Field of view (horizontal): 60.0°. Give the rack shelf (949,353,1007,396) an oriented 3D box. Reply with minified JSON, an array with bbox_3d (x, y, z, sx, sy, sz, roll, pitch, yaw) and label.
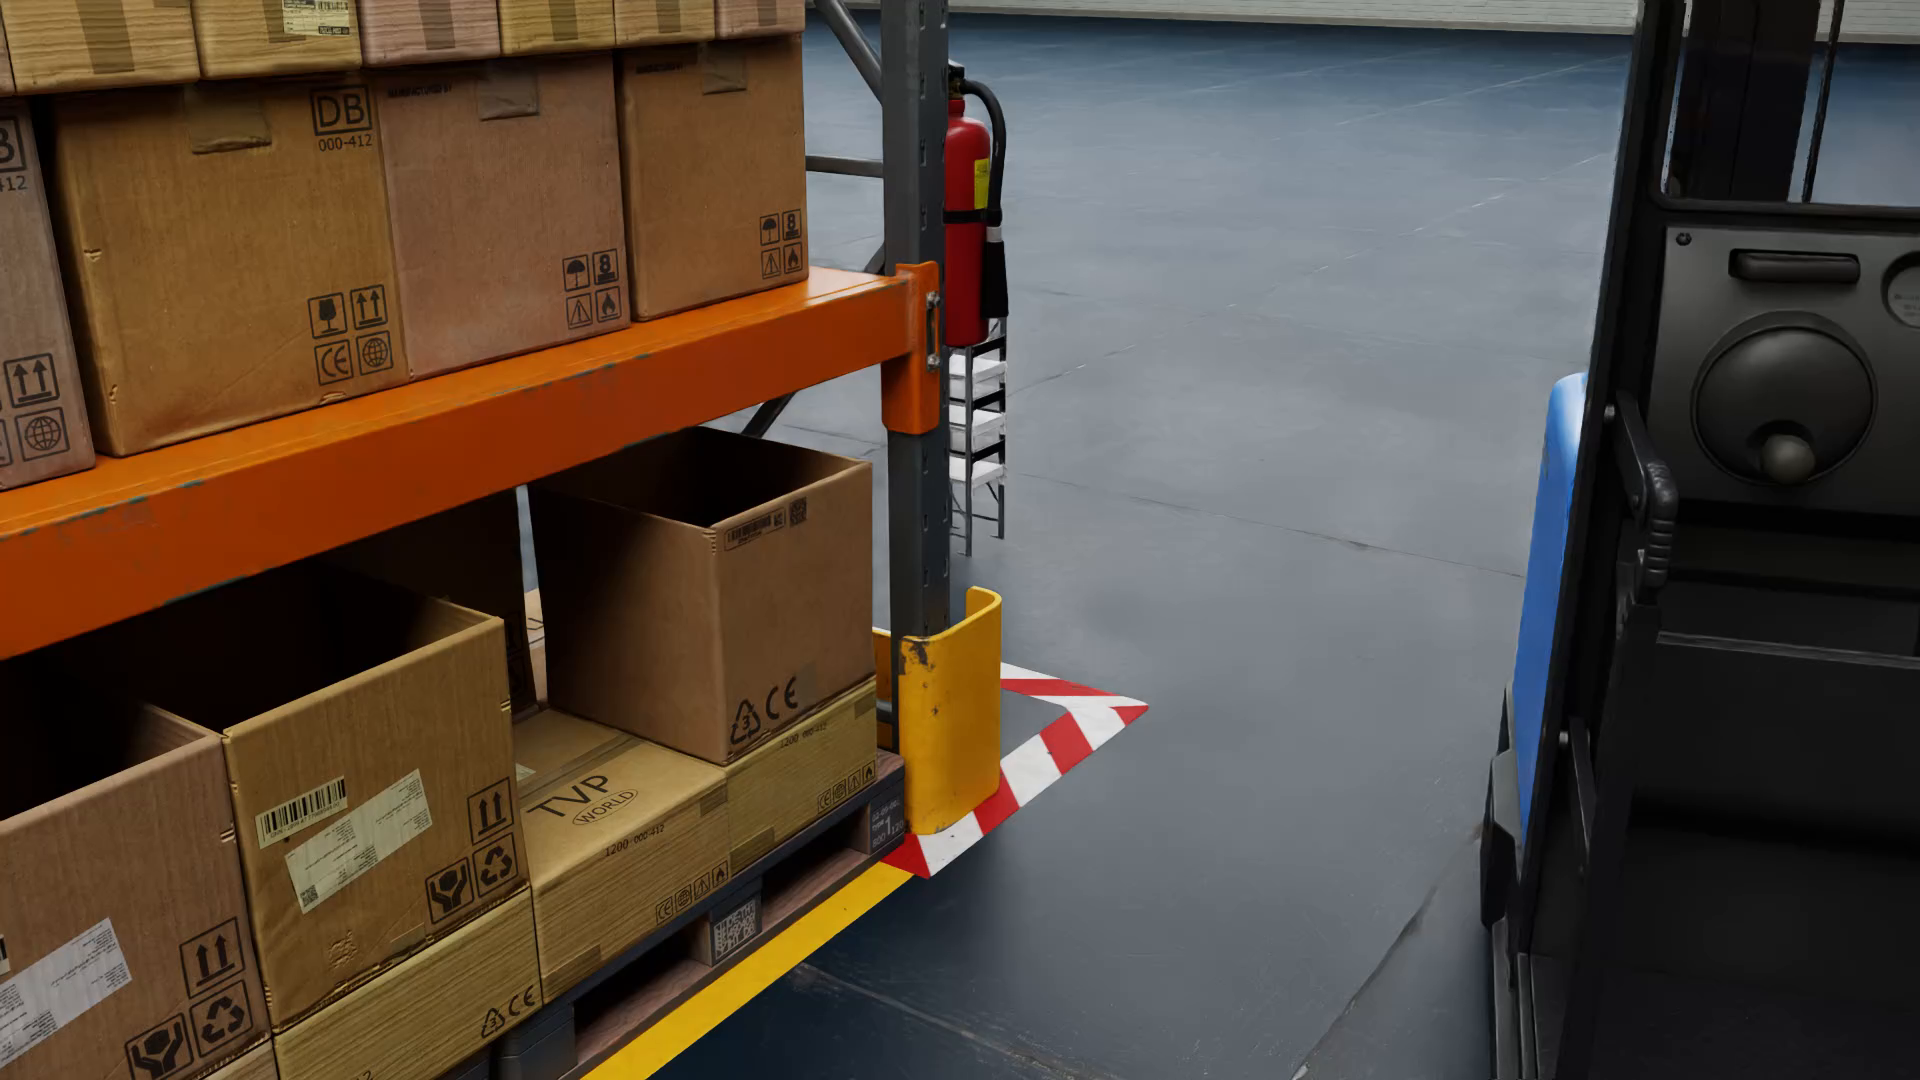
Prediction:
[{"bbox_3d":[-0.005,-0.557,5.552,0.258,0.077,0.200,13,24,32],"label":"rack shelf"}]

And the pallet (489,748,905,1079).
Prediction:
[{"bbox_3d":[-0.865,0.673,3.642,1.003,0.211,1.213,13,24,32],"label":"pallet"}]

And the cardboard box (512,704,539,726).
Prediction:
[{"bbox_3d":[-1.233,0.485,3.489,0.500,0.250,0.500,13,24,32],"label":"cardboard box"}]

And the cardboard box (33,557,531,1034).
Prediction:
[{"bbox_3d":[-1.075,0.380,2.691,0.500,0.500,0.500,13,24,32],"label":"cardboard box"}]

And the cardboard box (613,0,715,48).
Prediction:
[{"bbox_3d":[-0.673,-0.992,3.043,0.380,0.149,0.250,14,24,33],"label":"cardboard box"}]

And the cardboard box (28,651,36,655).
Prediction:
[{"bbox_3d":[-1.505,0.279,2.965,0.500,0.500,0.500,13,24,32],"label":"cardboard box"}]

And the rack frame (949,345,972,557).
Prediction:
[{"bbox_3d":[-0.062,-0.391,5.524,0.240,0.900,0.006,13,24,32],"label":"rack frame"}]

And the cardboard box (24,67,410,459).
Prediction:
[{"bbox_3d":[-1.318,-0.485,2.608,0.700,0.500,0.500,13,24,32],"label":"cardboard box"}]

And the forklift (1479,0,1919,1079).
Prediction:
[{"bbox_3d":[1.414,-0.217,2.128,1.130,2.935,3.031,6,21,15],"label":"forklift"}]

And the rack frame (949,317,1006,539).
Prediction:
[{"bbox_3d":[0.053,-0.449,5.681,0.240,0.900,0.006,13,24,32],"label":"rack frame"}]

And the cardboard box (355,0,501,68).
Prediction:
[{"bbox_3d":[-0.959,-0.846,2.650,0.380,0.149,0.250,14,24,33],"label":"cardboard box"}]

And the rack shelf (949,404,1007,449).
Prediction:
[{"bbox_3d":[-0.005,-0.388,5.614,0.258,0.077,0.200,13,24,32],"label":"rack shelf"}]

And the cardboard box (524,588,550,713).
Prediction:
[{"bbox_3d":[-0.955,0.341,3.879,0.500,0.250,0.500,13,24,32],"label":"cardboard box"}]

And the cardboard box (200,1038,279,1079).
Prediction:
[{"bbox_3d":[-1.360,0.874,2.436,0.500,0.250,0.500,13,24,32],"label":"cardboard box"}]

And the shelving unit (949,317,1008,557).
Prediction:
[{"bbox_3d":[-0.005,-0.420,5.603,0.258,0.900,0.210,13,24,32],"label":"shelving unit"}]

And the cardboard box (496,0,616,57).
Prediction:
[{"bbox_3d":[-0.816,-0.918,2.844,0.380,0.149,0.250,13,24,31],"label":"cardboard box"}]

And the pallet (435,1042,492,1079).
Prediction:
[{"bbox_3d":[-1.551,1.021,2.699,1.003,0.211,1.213,13,24,32],"label":"pallet"}]

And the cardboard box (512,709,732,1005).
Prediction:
[{"bbox_3d":[-0.798,0.587,3.211,0.500,0.250,0.500,13,24,32],"label":"cardboard box"}]

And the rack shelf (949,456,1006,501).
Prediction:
[{"bbox_3d":[-0.005,-0.220,5.677,0.258,0.077,0.200,13,24,32],"label":"rack shelf"}]

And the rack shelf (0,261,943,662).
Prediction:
[{"bbox_3d":[-1.594,0.049,2.347,1.077,0.370,4.000,13,24,32],"label":"rack shelf"}]

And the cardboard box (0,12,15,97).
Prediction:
[{"bbox_3d":[-1.397,-0.621,2.042,0.380,0.149,0.250,13,24,31],"label":"cardboard box"}]

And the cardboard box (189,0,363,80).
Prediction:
[{"bbox_3d":[-1.107,-0.771,2.446,0.380,0.149,0.250,14,25,33],"label":"cardboard box"}]

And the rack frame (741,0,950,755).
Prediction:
[{"bbox_3d":[-0.469,-0.863,3.773,1.000,3.000,0.127,13,24,32],"label":"rack frame"}]

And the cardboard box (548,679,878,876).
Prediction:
[{"bbox_3d":[-0.526,0.442,3.606,0.500,0.250,0.500,13,24,32],"label":"cardboard box"}]

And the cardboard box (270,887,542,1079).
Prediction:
[{"bbox_3d":[-1.077,0.731,2.823,0.500,0.250,0.500,13,24,32],"label":"cardboard box"}]

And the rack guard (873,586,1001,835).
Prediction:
[{"bbox_3d":[-0.456,0.303,4.225,1.175,0.500,0.348,13,24,32],"label":"rack guard"}]

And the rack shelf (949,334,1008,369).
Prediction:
[{"bbox_3d":[-0.005,-0.642,5.520,0.258,0.077,0.200,13,24,32],"label":"rack shelf"}]

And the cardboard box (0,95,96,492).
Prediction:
[{"bbox_3d":[-1.610,-0.333,2.198,0.700,0.500,0.500,14,25,33],"label":"cardboard box"}]

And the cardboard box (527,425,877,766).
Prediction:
[{"bbox_3d":[-0.525,0.090,3.474,0.500,0.500,0.500,13,24,32],"label":"cardboard box"}]

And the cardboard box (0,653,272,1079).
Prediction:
[{"bbox_3d":[-1.357,0.523,2.304,0.500,0.500,0.500,13,24,32],"label":"cardboard box"}]

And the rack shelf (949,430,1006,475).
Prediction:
[{"bbox_3d":[-0.005,-0.304,5.645,0.258,0.077,0.200,13,24,32],"label":"rack shelf"}]

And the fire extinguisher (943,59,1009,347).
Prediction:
[{"bbox_3d":[-0.019,-0.770,3.633,0.296,0.674,0.183,13,24,32],"label":"fire extinguisher"}]

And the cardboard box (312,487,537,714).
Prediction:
[{"bbox_3d":[-1.234,0.133,3.360,0.500,0.500,0.500,13,24,32],"label":"cardboard box"}]

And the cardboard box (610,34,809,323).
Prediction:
[{"bbox_3d":[-0.742,-0.778,3.400,0.700,0.500,0.500,13,24,32],"label":"cardboard box"}]

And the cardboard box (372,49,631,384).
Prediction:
[{"bbox_3d":[-1.034,-0.626,2.991,0.700,0.500,0.500,14,24,33],"label":"cardboard box"}]

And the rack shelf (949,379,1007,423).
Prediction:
[{"bbox_3d":[-0.005,-0.473,5.583,0.258,0.077,0.200,13,24,32],"label":"rack shelf"}]

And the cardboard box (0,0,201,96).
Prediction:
[{"bbox_3d":[-1.253,-0.695,2.241,0.380,0.149,0.250,14,25,33],"label":"cardboard box"}]

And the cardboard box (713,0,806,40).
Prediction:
[{"bbox_3d":[-0.527,-1.067,3.246,0.380,0.149,0.250,13,24,31],"label":"cardboard box"}]
